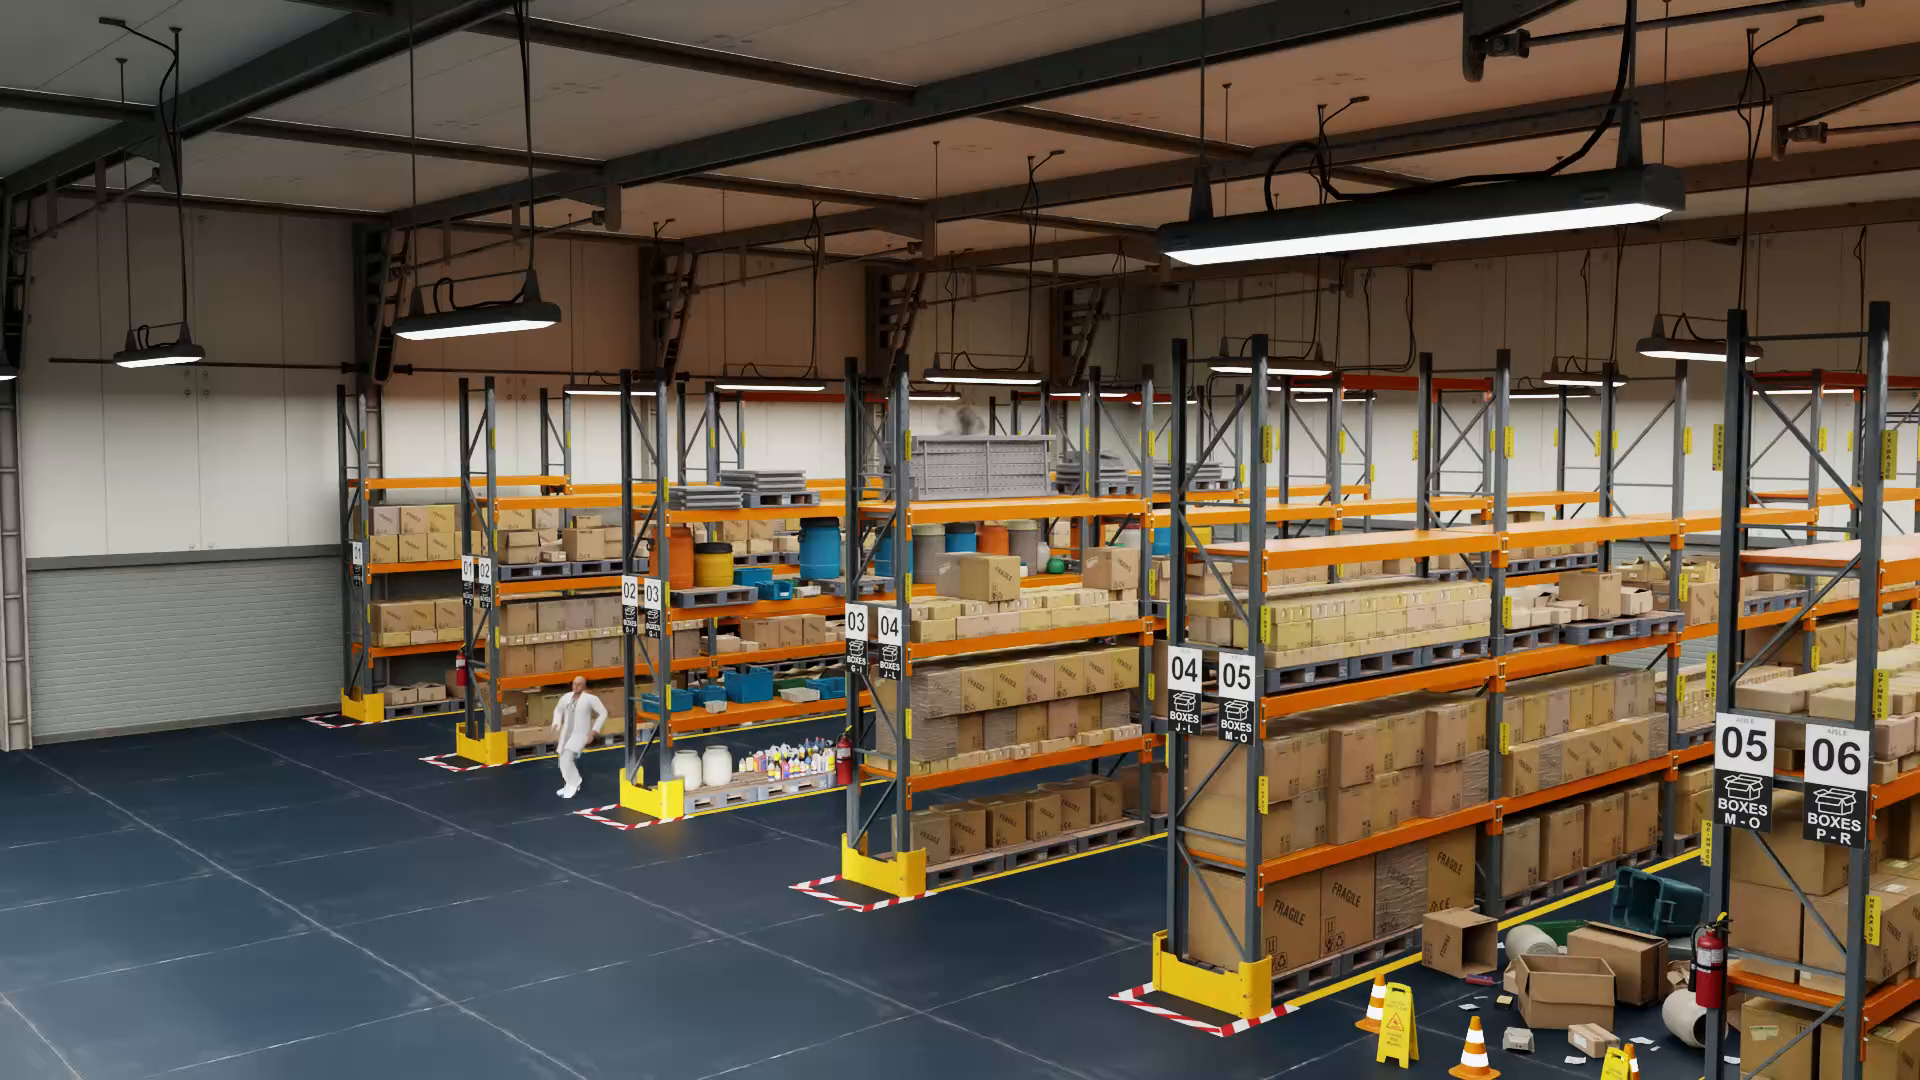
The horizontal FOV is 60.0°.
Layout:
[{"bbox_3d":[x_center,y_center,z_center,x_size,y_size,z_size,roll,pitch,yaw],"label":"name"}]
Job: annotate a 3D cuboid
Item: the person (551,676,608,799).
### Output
[{"bbox_3d":[-5.394,2.772,23.326,0.775,1.735,0.629,2,4,25],"label":"person"}]
